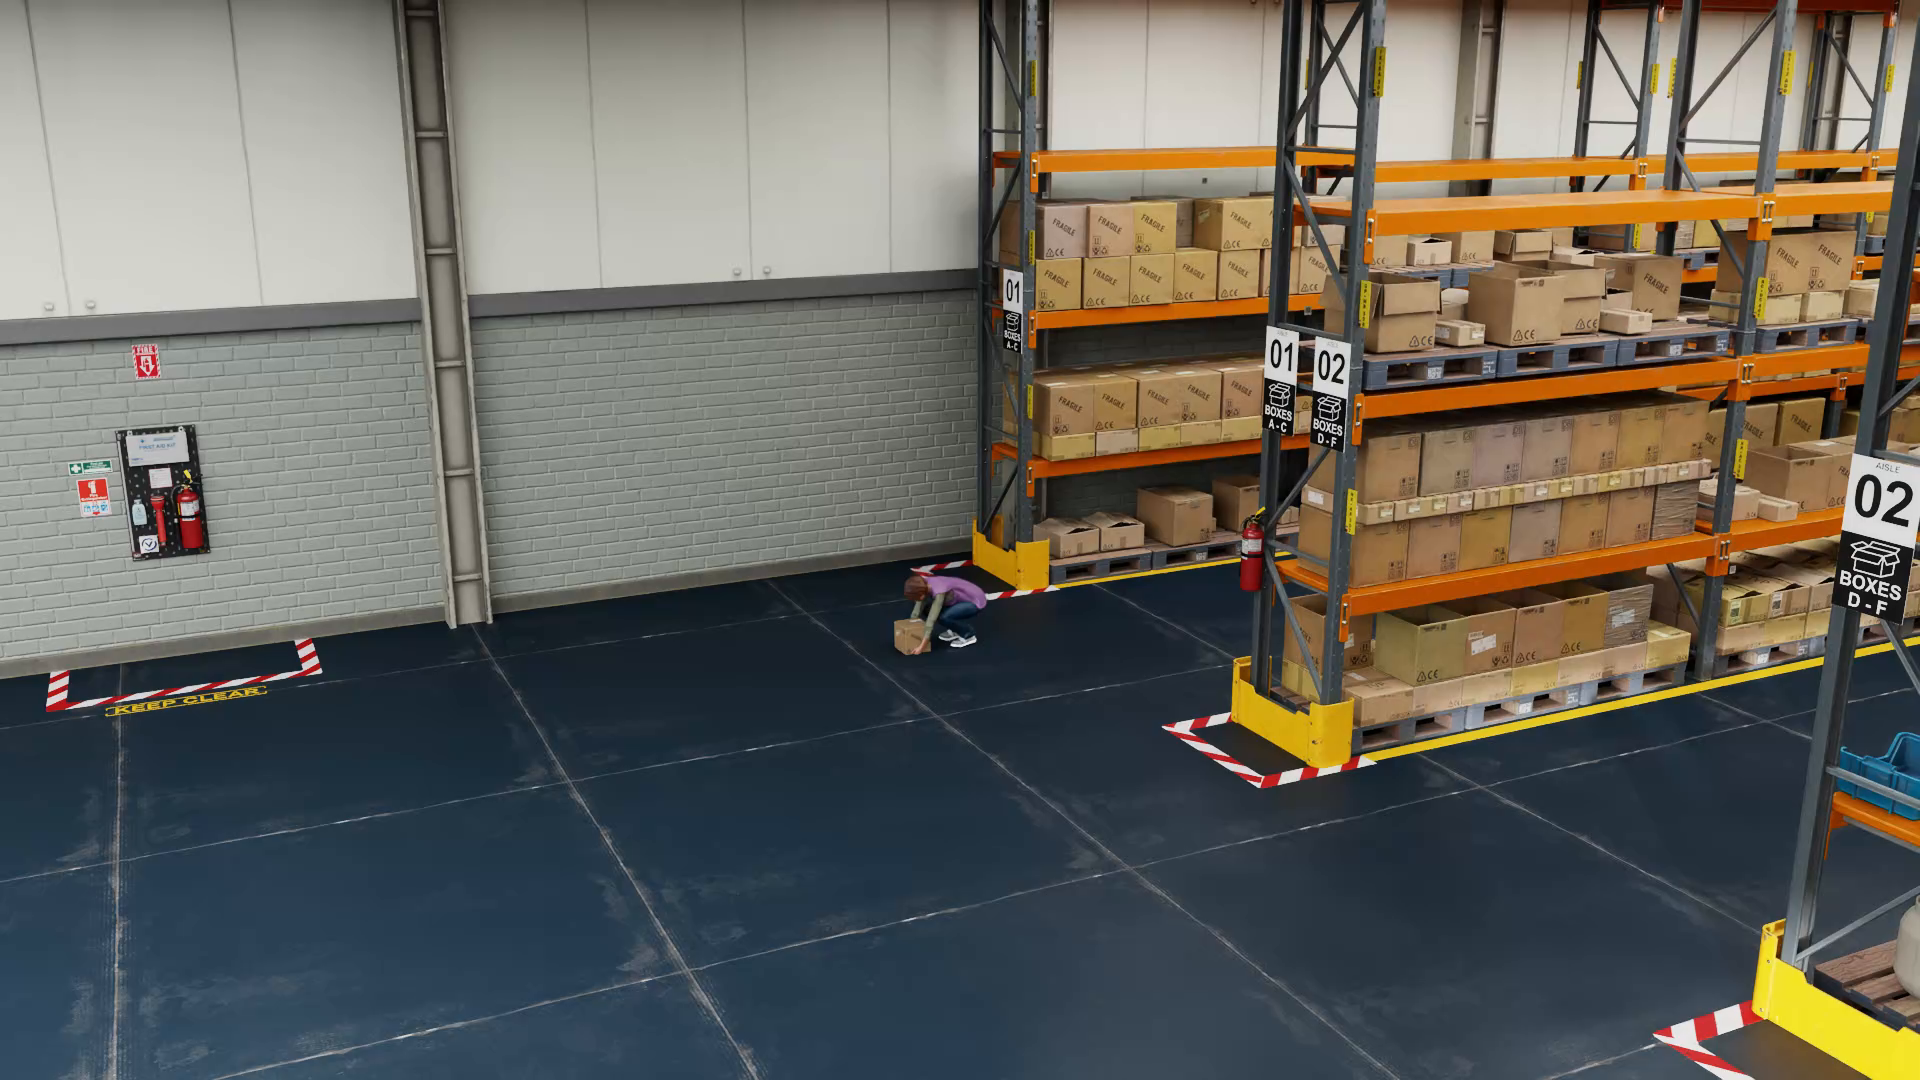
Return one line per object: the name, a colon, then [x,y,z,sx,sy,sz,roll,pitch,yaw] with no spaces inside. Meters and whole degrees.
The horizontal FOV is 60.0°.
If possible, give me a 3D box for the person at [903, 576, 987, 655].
person: [-0.146,0.657,15.183,0.834,0.764,0.431,-8,17,-26]
